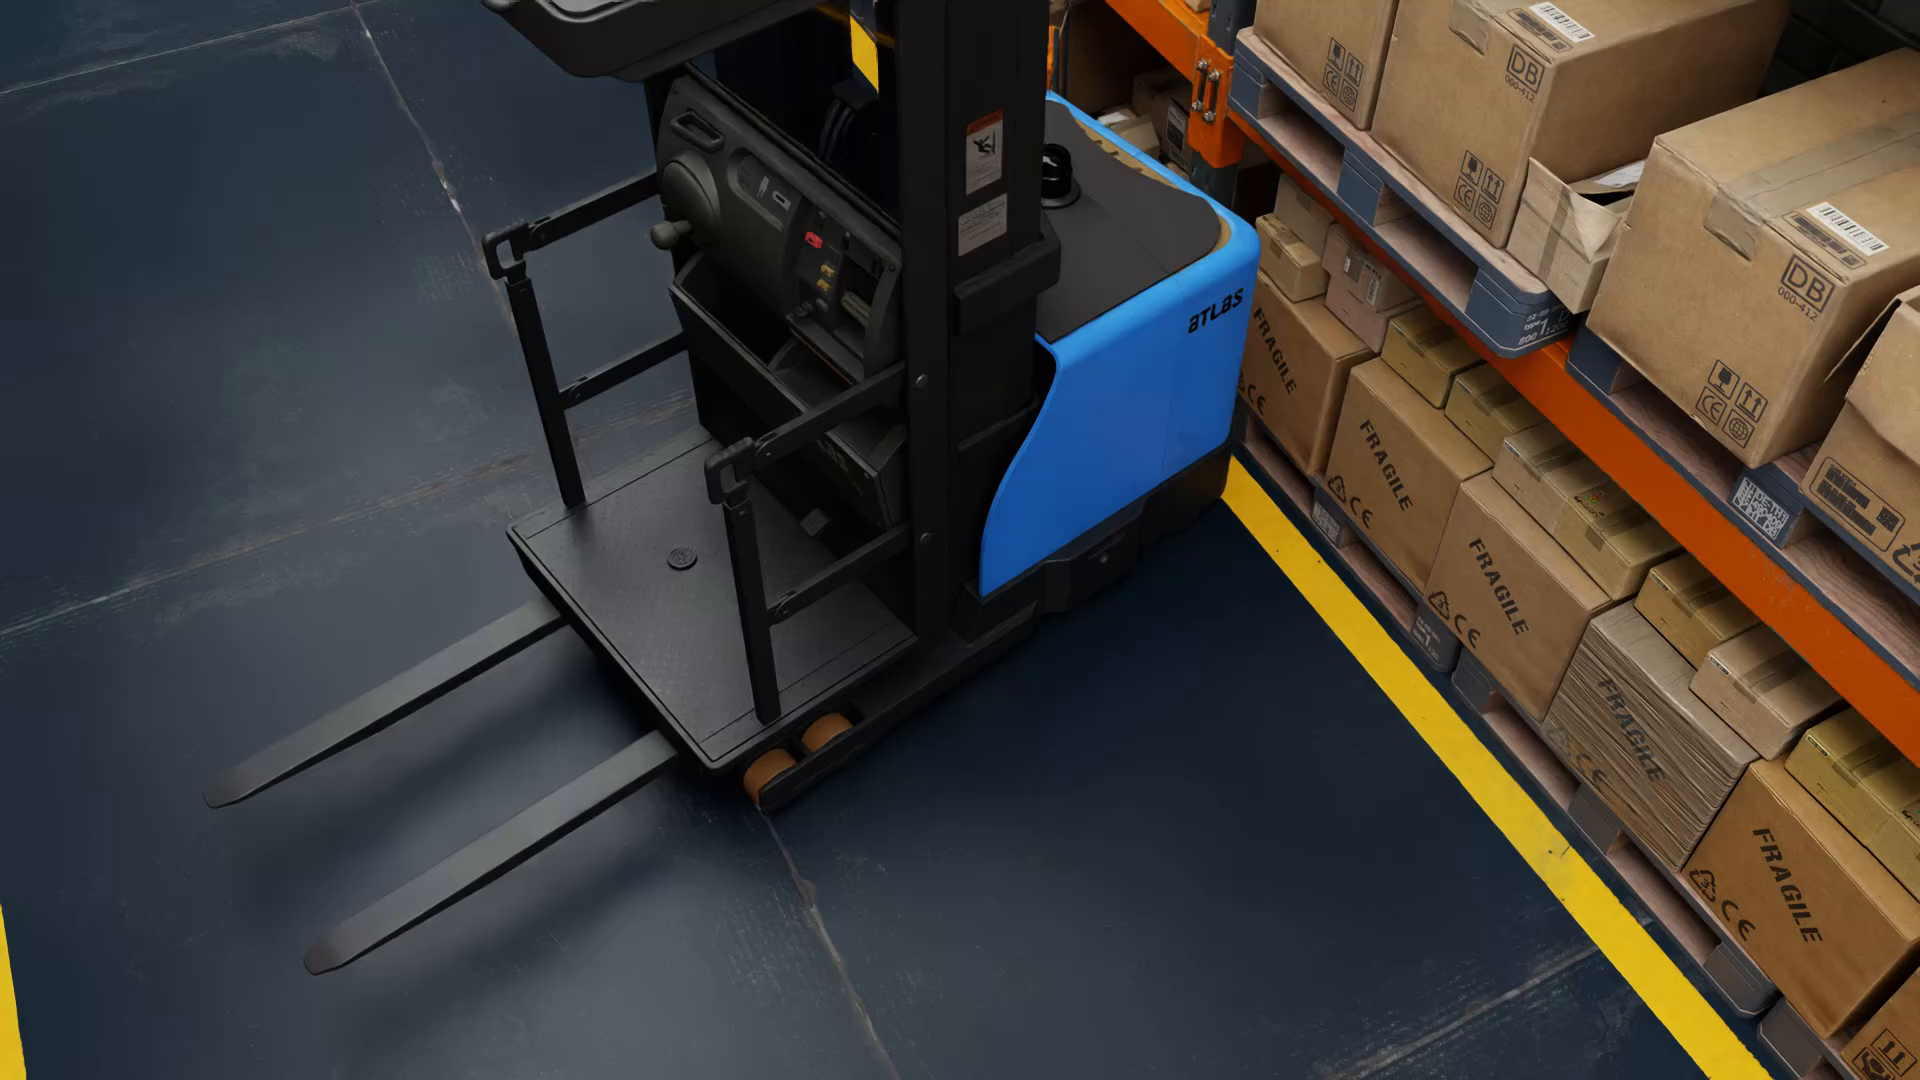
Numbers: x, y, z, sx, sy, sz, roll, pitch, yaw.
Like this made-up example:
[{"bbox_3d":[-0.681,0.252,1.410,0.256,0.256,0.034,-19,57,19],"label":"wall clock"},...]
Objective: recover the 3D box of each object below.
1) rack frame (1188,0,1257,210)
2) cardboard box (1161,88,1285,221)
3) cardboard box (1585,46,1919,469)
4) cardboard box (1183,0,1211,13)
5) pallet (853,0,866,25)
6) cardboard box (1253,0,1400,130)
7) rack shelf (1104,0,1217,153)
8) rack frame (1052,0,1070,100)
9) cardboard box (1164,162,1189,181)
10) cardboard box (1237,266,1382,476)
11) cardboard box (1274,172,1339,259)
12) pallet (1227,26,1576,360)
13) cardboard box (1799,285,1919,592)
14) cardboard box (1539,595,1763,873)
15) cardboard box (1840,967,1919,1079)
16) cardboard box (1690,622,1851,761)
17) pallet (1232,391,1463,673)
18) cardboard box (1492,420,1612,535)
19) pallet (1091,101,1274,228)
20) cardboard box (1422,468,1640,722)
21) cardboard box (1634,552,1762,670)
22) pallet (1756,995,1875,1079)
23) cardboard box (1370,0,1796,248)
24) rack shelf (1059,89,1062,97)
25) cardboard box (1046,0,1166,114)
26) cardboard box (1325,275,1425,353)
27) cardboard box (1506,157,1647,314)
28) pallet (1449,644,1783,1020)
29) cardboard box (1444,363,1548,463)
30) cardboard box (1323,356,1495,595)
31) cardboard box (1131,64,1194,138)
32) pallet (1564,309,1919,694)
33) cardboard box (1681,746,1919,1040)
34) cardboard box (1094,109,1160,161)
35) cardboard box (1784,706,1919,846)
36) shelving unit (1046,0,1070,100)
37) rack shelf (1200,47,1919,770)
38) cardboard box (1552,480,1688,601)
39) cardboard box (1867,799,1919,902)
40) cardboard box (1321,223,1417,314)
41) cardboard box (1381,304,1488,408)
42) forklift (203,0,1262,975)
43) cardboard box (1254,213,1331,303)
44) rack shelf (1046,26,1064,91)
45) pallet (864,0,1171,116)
[{"bbox_3d":[1.176,-1.691,4.737,1.000,3.000,0.127,-21,52,-18],"label":"rack frame"},{"bbox_3d":[1.083,-1.468,6.048,0.500,0.311,0.500,-19,52,-16],"label":"cardboard box"},{"bbox_3d":[1.794,-0.590,3.428,0.700,0.500,0.500,-21,52,-18],"label":"cardboard box"},{"bbox_3d":[0.805,-1.735,4.942,0.380,0.149,0.250,-21,52,-17],"label":"cardboard box"},{"bbox_3d":[-0.254,-2.866,7.617,1.003,0.211,1.213,-21,52,-18],"label":"pallet"},{"bbox_3d":[1.198,-1.462,4.190,0.700,0.500,0.500,-20,52,-17],"label":"cardboard box"},{"bbox_3d":[0.260,-2.793,6.178,1.077,0.370,4.000,-21,52,-18],"label":"rack shelf"},{"bbox_3d":[0.324,-1.226,5.512,0.015,1.200,0.240,8,49,8],"label":"rack frame"},{"bbox_3d":[0.660,-1.163,5.889,0.380,0.149,0.250,-23,53,-19],"label":"cardboard box"},{"bbox_3d":[1.197,-0.605,5.168,0.500,0.500,0.500,-19,52,-16],"label":"cardboard box"},{"bbox_3d":[1.157,-1.007,4.891,0.380,0.149,0.250,-22,52,-18],"label":"cardboard box"},{"bbox_3d":[1.444,-1.056,4.308,1.003,0.211,1.213,-21,52,-18],"label":"pallet"},{"bbox_3d":[2.095,-0.215,3.098,0.797,0.503,0.637,-22,52,-18],"label":"cardboard box"},{"bbox_3d":[1.906,0.432,4.261,0.500,0.500,0.500,-23,53,-19],"label":"cardboard box"},{"bbox_3d":[2.402,1.123,3.657,0.500,0.500,0.500,-22,52,-18],"label":"cardboard box"},{"bbox_3d":[1.973,0.316,3.931,0.380,0.149,0.250,-23,53,-19],"label":"cardboard box"},{"bbox_3d":[1.581,-0.242,5.321,1.003,0.211,1.213,-21,52,-18],"label":"pallet"},{"bbox_3d":[1.645,-0.203,4.386,0.380,0.149,0.250,-21,52,-18],"label":"cardboard box"},{"bbox_3d":[0.862,-1.233,6.189,1.003,0.211,1.213,-21,52,-18],"label":"pallet"},{"bbox_3d":[1.674,0.083,4.566,0.500,0.500,0.500,-23,53,-19],"label":"cardboard box"},{"bbox_3d":[1.906,0.134,4.090,0.380,0.149,0.250,-21,52,-17],"label":"cardboard box"},{"bbox_3d":[2.698,1.391,3.893,1.003,0.211,1.213,-21,52,-18],"label":"pallet"},{"bbox_3d":[1.435,-1.115,3.887,0.700,0.500,0.500,-21,52,-17],"label":"cardboard box"},{"bbox_3d":[0.081,-1.361,5.428,0.480,0.148,0.258,8,49,8],"label":"rack shelf"},{"bbox_3d":[0.372,-1.962,6.354,0.700,0.500,0.500,-23,53,-19],"label":"cardboard box"},{"bbox_3d":[1.299,-0.730,4.846,0.380,0.149,0.250,-22,53,-19],"label":"cardboard box"},{"bbox_3d":[1.470,-0.723,3.700,0.396,0.266,0.258,-19,51,-16],"label":"cardboard box"},{"bbox_3d":[2.144,0.576,4.606,1.003,0.211,1.213,-21,52,-18],"label":"pallet"},{"bbox_3d":[1.564,-0.383,4.543,0.380,0.149,0.250,-22,52,-18],"label":"cardboard box"},{"bbox_3d":[1.449,-0.252,4.860,0.500,0.500,0.500,-22,52,-18],"label":"cardboard box"},{"bbox_3d":[0.885,-1.705,6.363,0.380,0.149,0.250,-22,52,-18],"label":"cardboard box"},{"bbox_3d":[2.112,-0.251,3.604,1.003,0.211,1.213,-21,52,-18],"label":"pallet"},{"bbox_3d":[2.160,0.774,3.962,0.500,0.500,0.500,-19,52,-16],"label":"cardboard box"},{"bbox_3d":[0.496,-1.440,6.054,0.396,0.266,0.258,-19,52,-16],"label":"cardboard box"},{"bbox_3d":[2.126,0.491,3.778,0.380,0.149,0.250,-22,52,-18],"label":"cardboard box"},{"bbox_3d":[0.084,-1.258,5.546,0.503,1.200,0.258,8,49,8],"label":"shelving unit"},{"bbox_3d":[2.091,-0.116,3.837,1.077,0.370,4.000,-21,52,-18],"label":"rack shelf"},{"bbox_3d":[1.756,-0.036,4.240,0.380,0.149,0.250,-19,52,-16],"label":"cardboard box"},{"bbox_3d":[2.241,0.658,3.633,0.380,0.149,0.250,-20,52,-16],"label":"cardboard box"},{"bbox_3d":[1.265,-0.829,4.735,0.380,0.149,0.250,-24,53,-19],"label":"cardboard box"},{"bbox_3d":[1.426,-0.562,4.699,0.380,0.149,0.250,-24,53,-19],"label":"cardboard box"},{"bbox_3d":[-0.611,-0.679,3.896,3.031,2.935,1.130,-32,56,-25],"label":"forklift"},{"bbox_3d":[1.103,-0.888,4.985,0.380,0.149,0.250,-19,51,-16],"label":"cardboard box"},{"bbox_3d":[0.077,-1.517,5.251,0.480,0.148,0.258,8,49,8],"label":"rack shelf"},{"bbox_3d":[0.300,-2.051,6.904,1.003,0.211,1.213,-21,52,-18],"label":"pallet"}]
